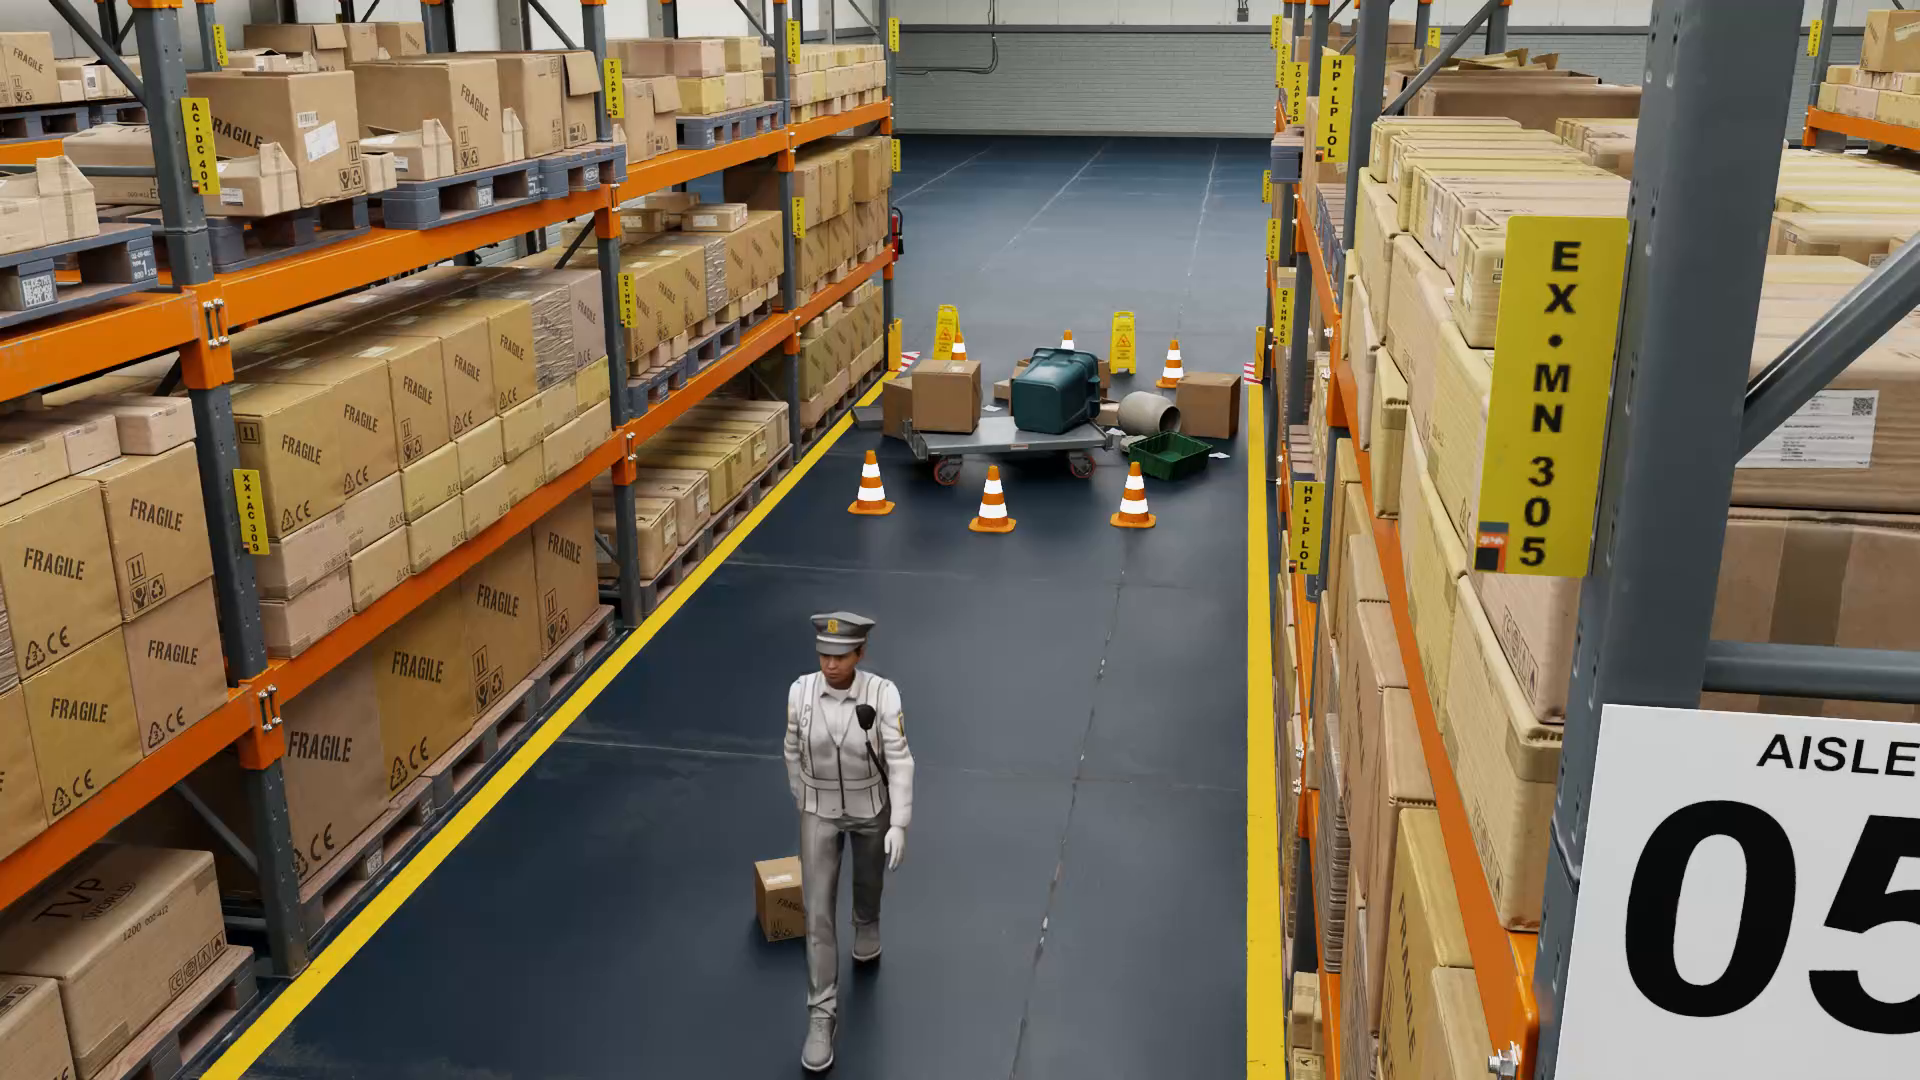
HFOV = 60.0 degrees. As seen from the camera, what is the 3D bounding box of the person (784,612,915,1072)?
[{"bbox_3d":[-0.426,1.035,6.315,0.513,1.623,1.005,0,18,0],"label":"person"}]
